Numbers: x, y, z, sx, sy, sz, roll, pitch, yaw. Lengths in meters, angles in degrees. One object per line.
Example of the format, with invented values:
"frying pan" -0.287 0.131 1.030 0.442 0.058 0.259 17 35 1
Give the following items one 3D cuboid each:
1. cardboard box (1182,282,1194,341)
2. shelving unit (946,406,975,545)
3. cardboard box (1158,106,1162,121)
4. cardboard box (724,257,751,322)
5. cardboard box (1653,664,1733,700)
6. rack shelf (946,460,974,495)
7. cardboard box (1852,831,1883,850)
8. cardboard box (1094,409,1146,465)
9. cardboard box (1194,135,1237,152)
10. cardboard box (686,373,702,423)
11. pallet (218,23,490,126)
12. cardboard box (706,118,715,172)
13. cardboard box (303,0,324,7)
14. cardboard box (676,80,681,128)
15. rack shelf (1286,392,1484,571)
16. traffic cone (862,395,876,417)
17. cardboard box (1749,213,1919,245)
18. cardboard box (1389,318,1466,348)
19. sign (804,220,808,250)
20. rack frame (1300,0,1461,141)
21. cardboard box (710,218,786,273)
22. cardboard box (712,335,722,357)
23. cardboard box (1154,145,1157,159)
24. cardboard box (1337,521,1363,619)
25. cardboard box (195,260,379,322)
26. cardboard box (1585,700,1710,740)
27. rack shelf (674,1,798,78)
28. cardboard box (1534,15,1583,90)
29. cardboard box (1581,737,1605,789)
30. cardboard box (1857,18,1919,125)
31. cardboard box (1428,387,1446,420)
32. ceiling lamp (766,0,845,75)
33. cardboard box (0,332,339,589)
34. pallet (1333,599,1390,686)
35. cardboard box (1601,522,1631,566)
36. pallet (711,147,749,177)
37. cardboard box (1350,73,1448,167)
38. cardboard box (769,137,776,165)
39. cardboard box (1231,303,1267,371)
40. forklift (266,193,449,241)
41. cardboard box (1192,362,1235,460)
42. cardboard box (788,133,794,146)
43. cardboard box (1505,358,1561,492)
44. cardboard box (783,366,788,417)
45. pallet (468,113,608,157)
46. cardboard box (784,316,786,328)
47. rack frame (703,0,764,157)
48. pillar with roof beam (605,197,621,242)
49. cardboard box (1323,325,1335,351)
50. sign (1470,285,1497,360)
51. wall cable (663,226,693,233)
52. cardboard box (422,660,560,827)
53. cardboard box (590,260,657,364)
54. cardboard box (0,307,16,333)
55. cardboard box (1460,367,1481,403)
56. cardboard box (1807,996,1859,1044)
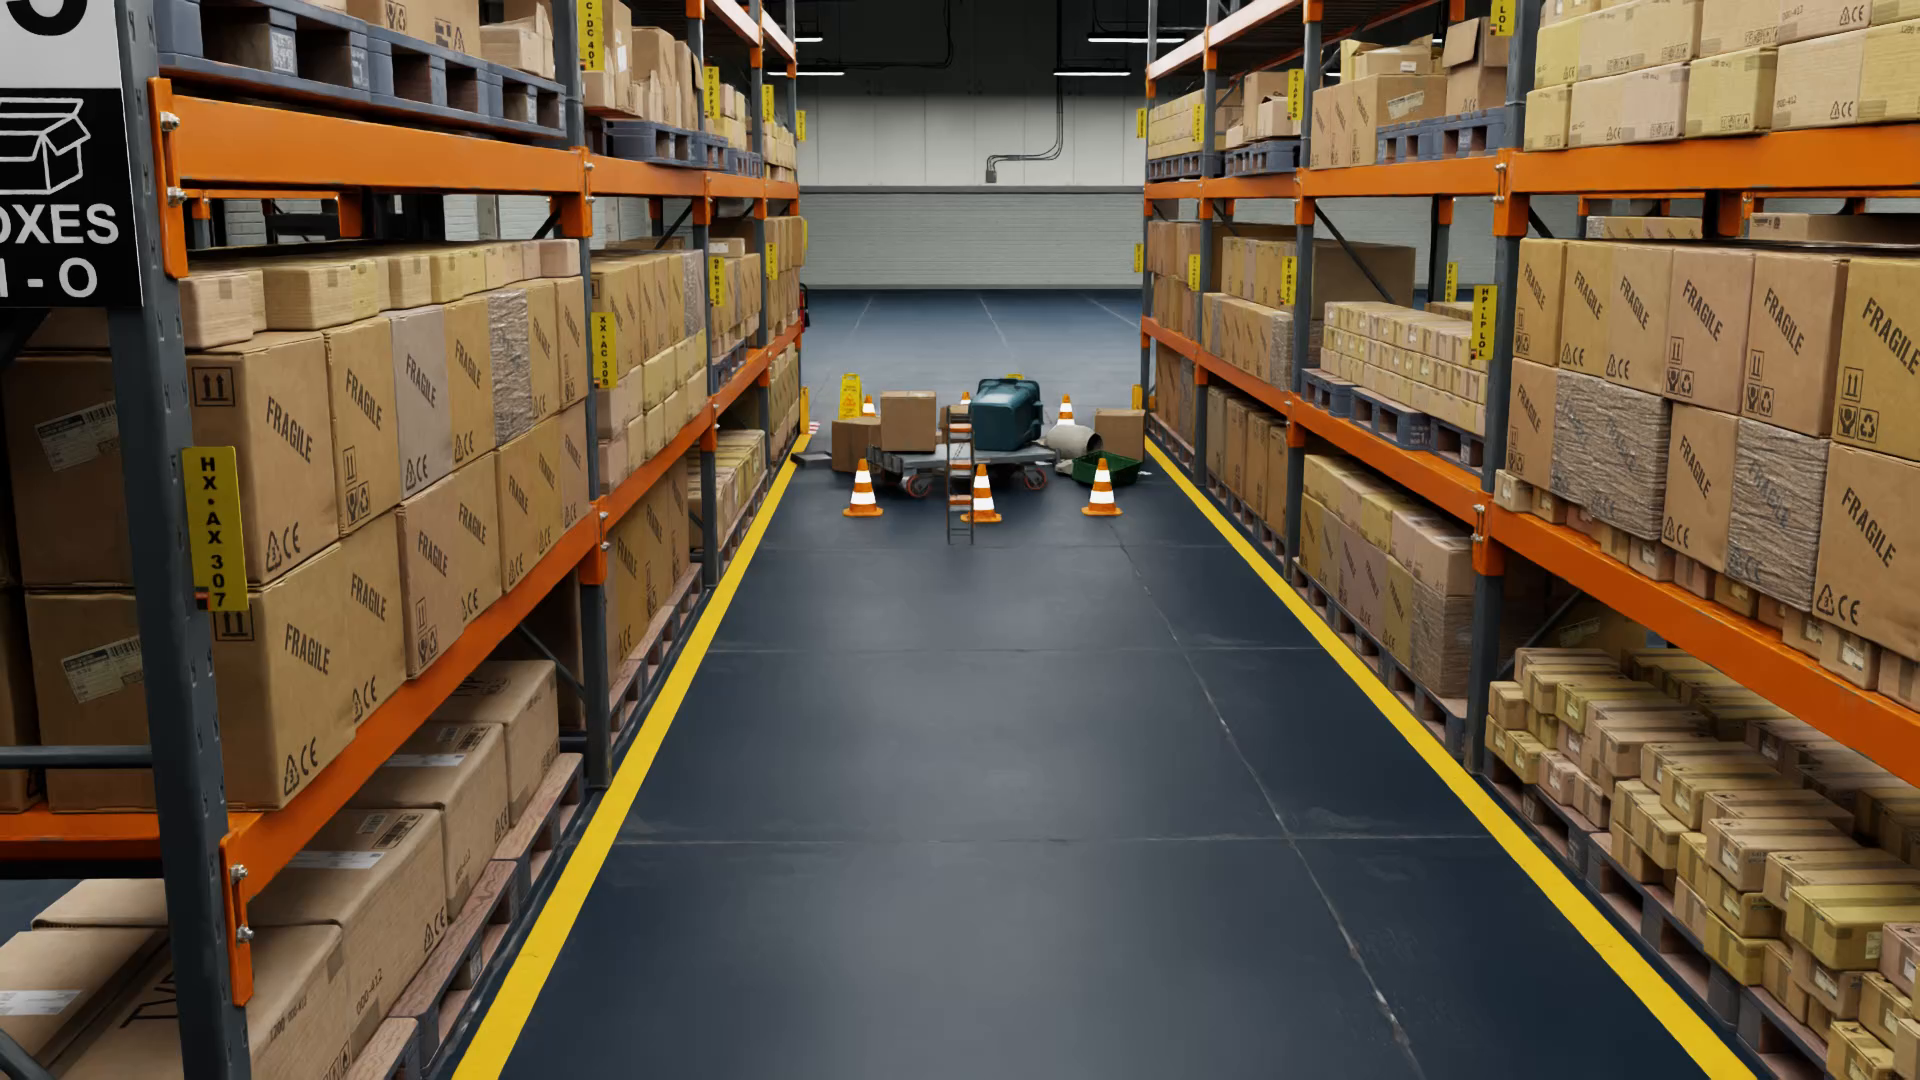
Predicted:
"cardboard box" 2.640 -2.238 16.170 0.875 0.550 0.550 0 11 -1
"shelving unit" 0.001 -0.504 12.902 0.215 1.050 0.252 0 11 -1
"cardboard box" 2.314 -4.551 17.723 0.380 0.149 0.250 0 11 -1
"cardboard box" -1.998 -2.050 13.565 0.500 0.500 0.500 0 11 1
"cardboard box" 3.172 0.628 7.036 0.380 0.149 0.250 0 11 0
"rack shelf" 0.001 -0.494 12.904 0.215 0.259 0.240 0 11 -1
"cardboard box" 3.100 1.083 5.542 0.380 0.149 0.250 0 11 2
"cardboard box" 1.636 -1.063 17.034 0.500 0.500 0.500 2 12 9
"cardboard box" 2.366 -3.655 15.311 0.380 0.149 0.250 0 11 -1
"cardboard box" -1.874 -0.872 10.191 0.500 0.250 0.500 0 11 0
"pallet" -2.059 -1.374 4.964 1.003 0.211 1.213 0 11 -1
"cardboard box" -2.231 -2.970 12.352 0.797 0.503 0.637 0 11 -1
"cardboard box" -1.798 -1.375 4.074 0.380 0.149 0.250 0 11 1
"cardboard box" -1.792 -2.484 9.498 0.396 0.266 0.258 -1 11 -3
"rack shelf" 2.818 -0.437 9.478 1.077 0.370 4.000 0 11 -1
"traffic cone" -1.037 -1.413 18.862 0.336 0.463 0.334 0 11 -1
"cardboard box" 7.531 -2.324 14.404 1.000 1.000 1.000 0 11 -1
"cardboard box" 2.622 -1.158 9.301 0.380 0.149 0.250 0 11 -2
"sign" -1.781 -3.458 18.850 0.100 0.325 0.005 0 11 -1
"rack frame" 2.776 -4.127 10.770 1.000 3.000 0.127 0 11 -1
"cardboard box" -2.034 -2.817 15.884 0.700 0.500 0.500 0 11 -1
"cardboard box" -1.923 -1.406 12.019 0.380 0.149 0.250 -1 12 -5
"cardboard box" 2.308 -4.209 18.042 0.380 0.149 0.250 0 11 -1
"cardboard box" 2.565 0.176 9.879 0.500 0.500 0.500 -1 11 -3
"cardboard box" -1.727 -0.641 4.278 0.380 0.149 0.250 -1 11 -3
"cardboard box" 2.688 0.734 6.515 0.380 0.149 0.250 -1 11 -3
"rack shelf" -2.295 -4.925 16.521 1.077 0.370 4.000 0 11 -1
"cardboard box" 2.629 -1.937 6.637 0.500 0.250 0.500 0 11 1
"cardboard box" 2.685 0.879 6.548 0.380 0.149 0.250 -1 11 -4
"cardboard box" 2.650 -1.184 4.184 0.500 0.250 0.500 0 11 -1
"cardboard box" 2.639 -0.704 8.559 0.380 0.149 0.250 -1 11 -4
"ceiling lamp" -3.977 -13.589 42.729 2.000 3.185 0.800 0 11 -1
"cardboard box" -1.730 -0.192 3.695 0.500 0.500 0.500 0 11 -2
"pallet" 2.813 0.577 9.685 1.003 0.211 1.213 0 11 -1
"cardboard box" 2.615 -0.003 6.161 0.380 0.149 0.250 0 11 0
"pallet" -2.322 -2.990 13.183 1.213 0.211 1.003 0 11 -1
"cardboard box" 2.555 -2.393 9.513 0.500 0.500 0.500 0 11 -1
"cardboard box" -2.009 -3.675 15.715 0.500 0.250 0.500 0 11 -2
"cardboard box" 2.465 -1.625 13.273 0.500 0.500 0.500 0 11 0
"forklift" -5.410 -1.878 14.942 3.031 2.935 1.130 5 12 22
"cardboard box" 2.751 -1.272 16.072 0.875 0.875 0.875 0 11 0
"cardboard box" -2.034 -4.409 18.327 0.380 0.149 0.250 0 11 -1
"cardboard box" 2.617 -0.487 6.917 0.500 0.500 0.500 0 11 -2
"cardboard box" -2.027 -1.495 16.859 0.500 0.500 0.500 0 11 2
"pallet" -2.156 -1.910 7.866 0.805 0.209 1.217 -1 11 -3
"cardboard box" -2.018 -2.286 17.416 0.380 0.149 0.250 0 11 -2
"rack frame" -2.253 -4.882 14.490 1.000 3.000 0.127 0 11 -1
"pillar with roof beam" -4.377 -10.302 41.207 9.100 9.000 0.548 0 11 -1
"cardboard box" 2.586 -1.319 10.842 0.380 0.149 0.250 0 11 1
"sign" 2.304 -0.956 7.317 0.100 0.325 0.005 0 11 -1
"wall cable" -7.544 -10.547 50.221 3.097 2.526 0.112 0 11 -1
"cardboard box" -2.182 0.824 6.843 0.875 0.438 0.875 0 11 -2
"cardboard box" -1.856 -1.180 8.564 0.500 0.500 0.500 -1 11 -3
"cardboard box" -2.213 -0.484 3.502 0.380 0.149 0.250 0 11 0
"cardboard box" 2.647 -0.751 8.044 0.380 0.149 0.250 0 11 -1
"cardboard box" 2.696 1.387 4.791 0.380 0.149 0.250 0 11 -1
